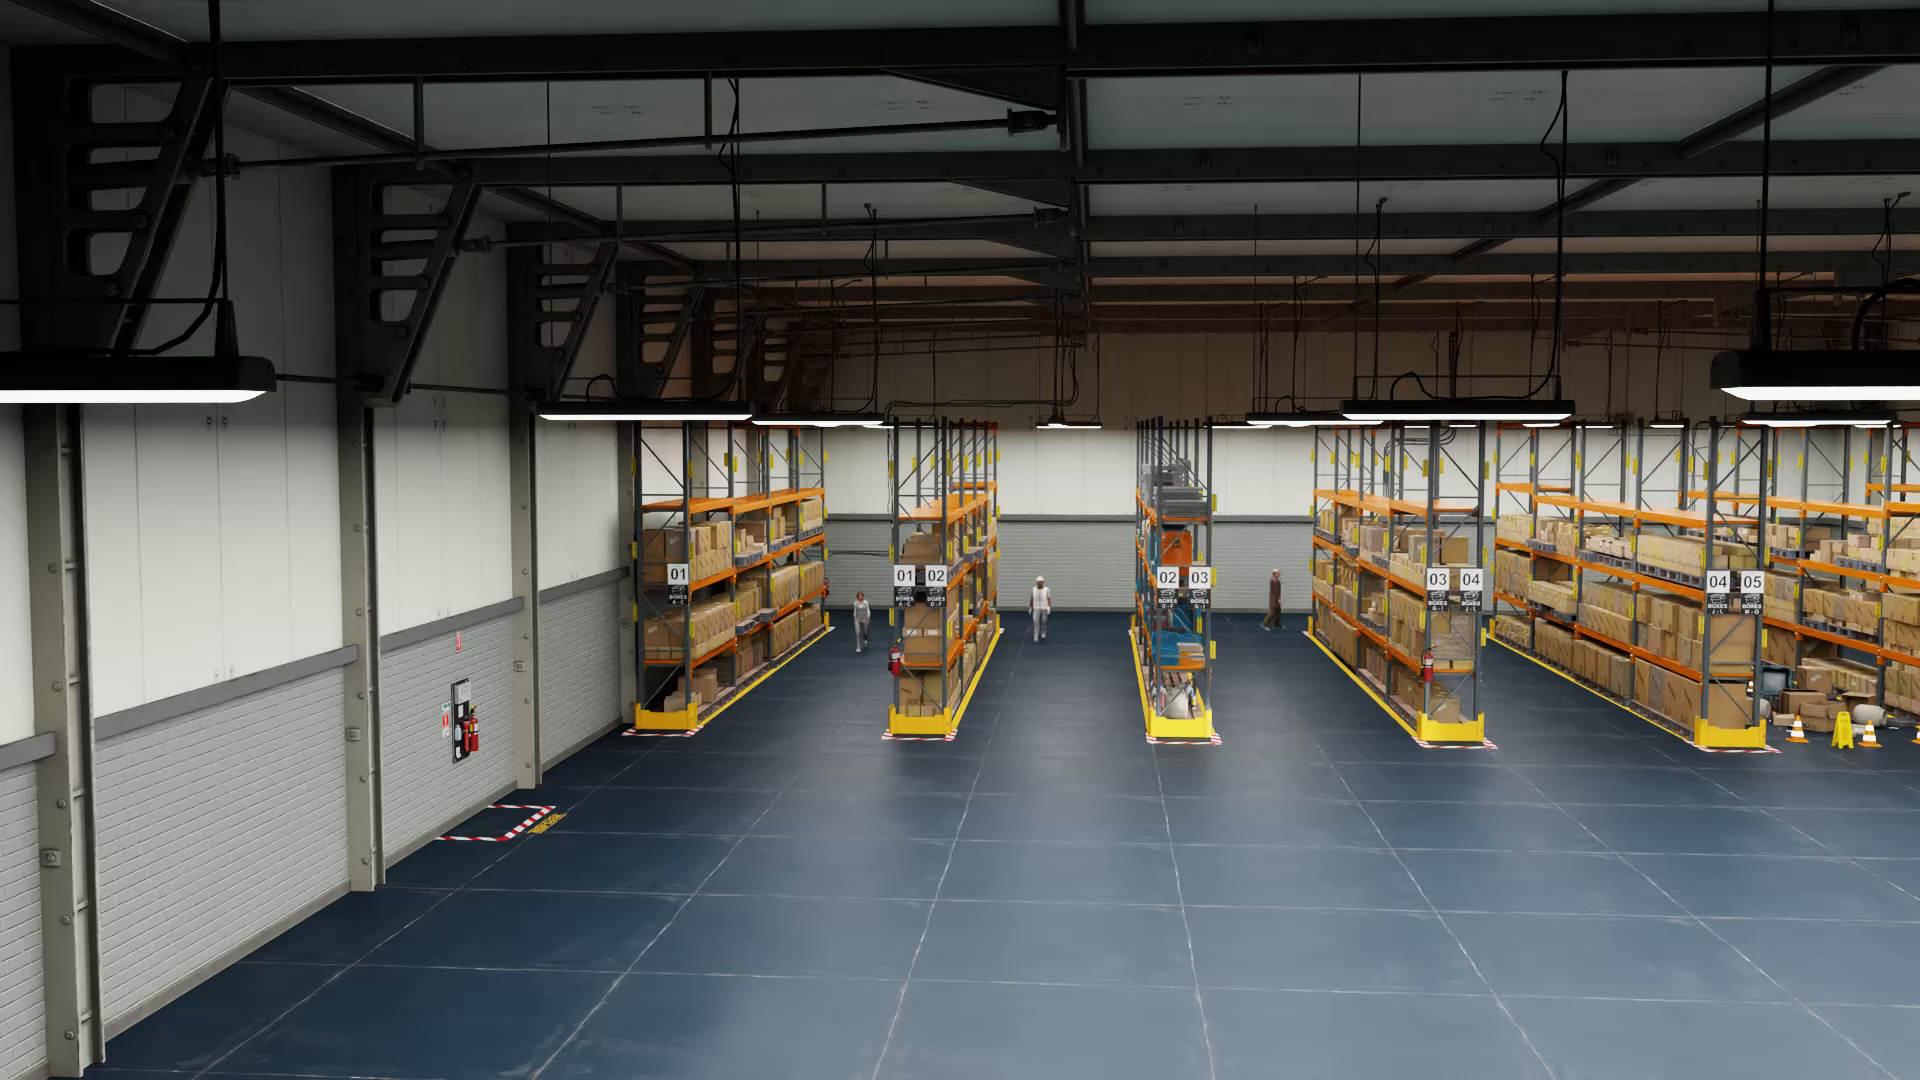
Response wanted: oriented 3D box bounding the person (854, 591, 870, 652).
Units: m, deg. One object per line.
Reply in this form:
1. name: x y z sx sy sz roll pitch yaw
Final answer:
1. person: -2.552 2.102 43.295 0.421 1.561 0.768 0 4 2

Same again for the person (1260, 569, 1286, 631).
1. person: 8.991 1.711 47.665 0.779 1.772 0.611 1 4 8

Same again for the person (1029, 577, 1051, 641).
1. person: 2.181 1.867 45.385 0.616 1.719 1.039 0 4 6
